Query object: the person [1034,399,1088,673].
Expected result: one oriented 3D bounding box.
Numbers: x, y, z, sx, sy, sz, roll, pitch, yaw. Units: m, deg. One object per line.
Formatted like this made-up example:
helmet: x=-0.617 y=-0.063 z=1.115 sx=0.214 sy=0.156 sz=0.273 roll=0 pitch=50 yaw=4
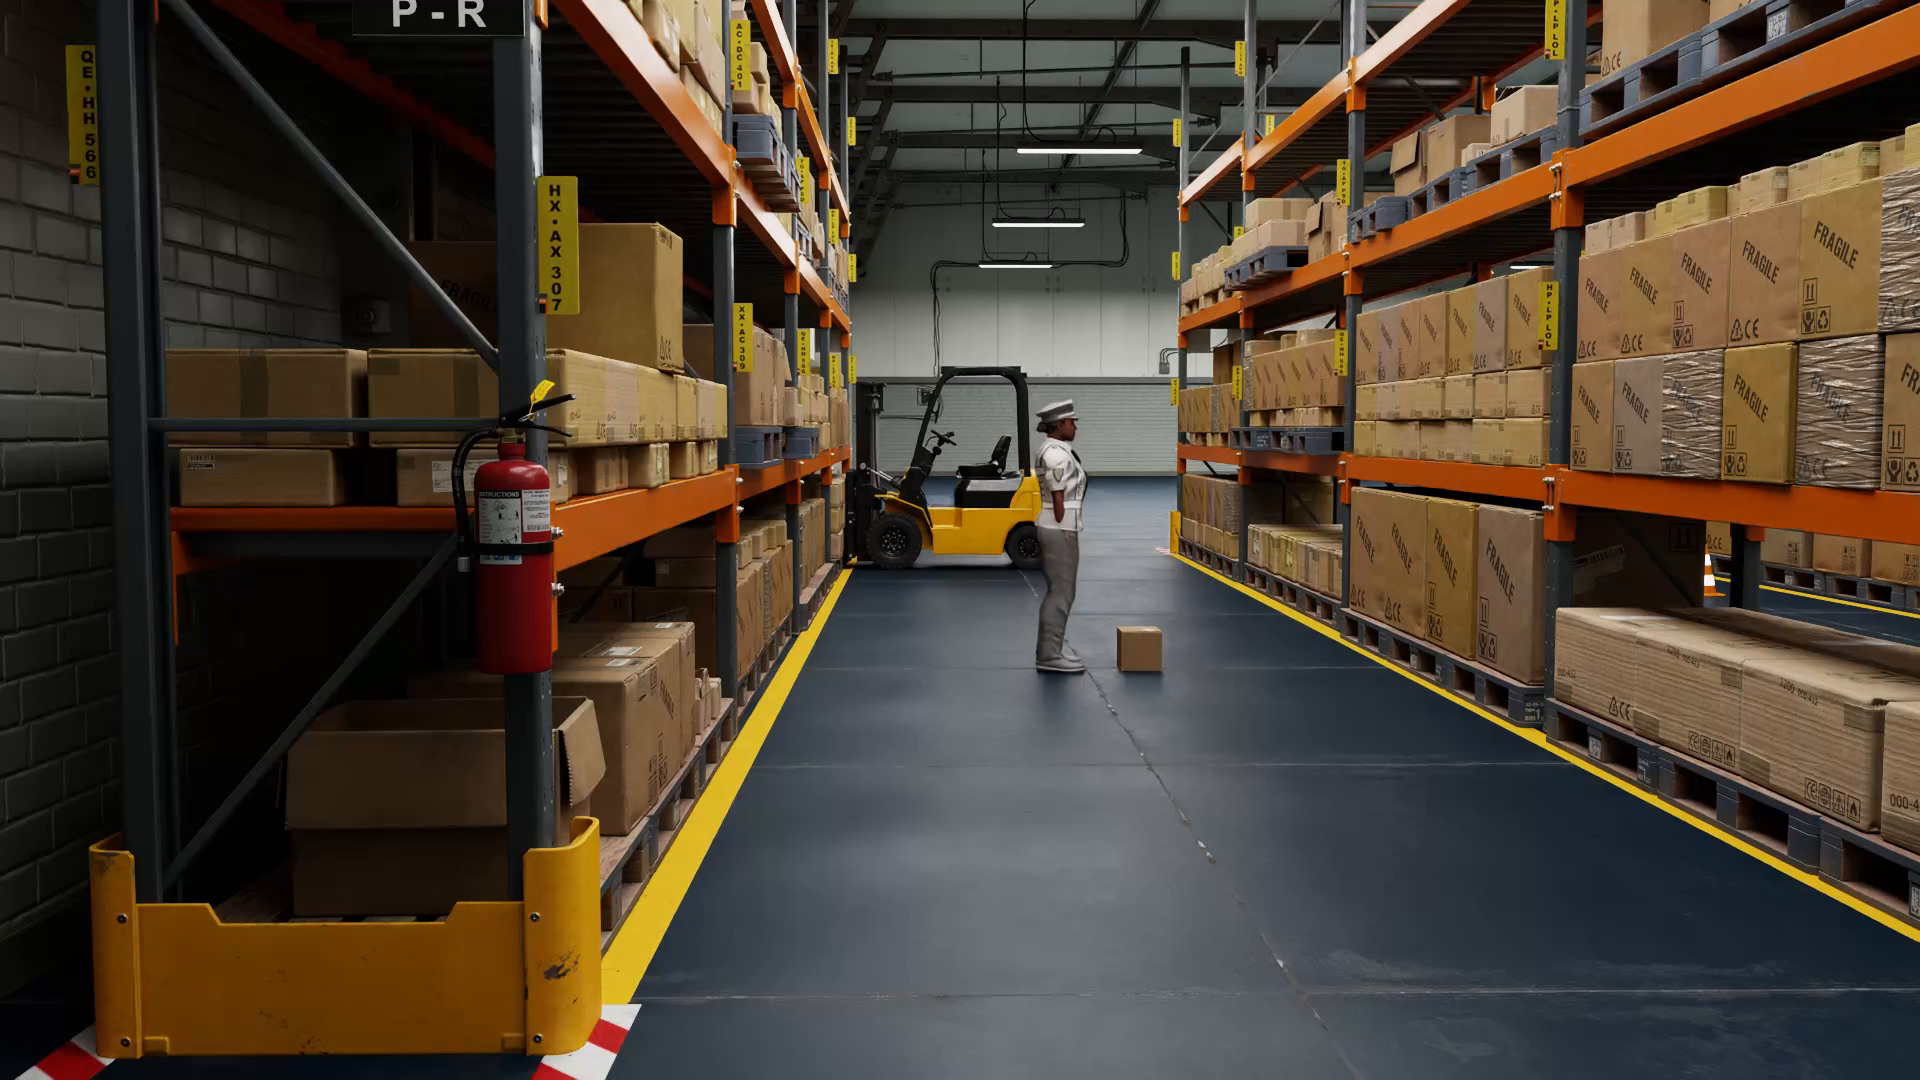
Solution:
person: x=0.631 y=-0.031 z=10.339 sx=0.338 sy=1.683 sz=0.435 roll=0 pitch=4 yaw=1
